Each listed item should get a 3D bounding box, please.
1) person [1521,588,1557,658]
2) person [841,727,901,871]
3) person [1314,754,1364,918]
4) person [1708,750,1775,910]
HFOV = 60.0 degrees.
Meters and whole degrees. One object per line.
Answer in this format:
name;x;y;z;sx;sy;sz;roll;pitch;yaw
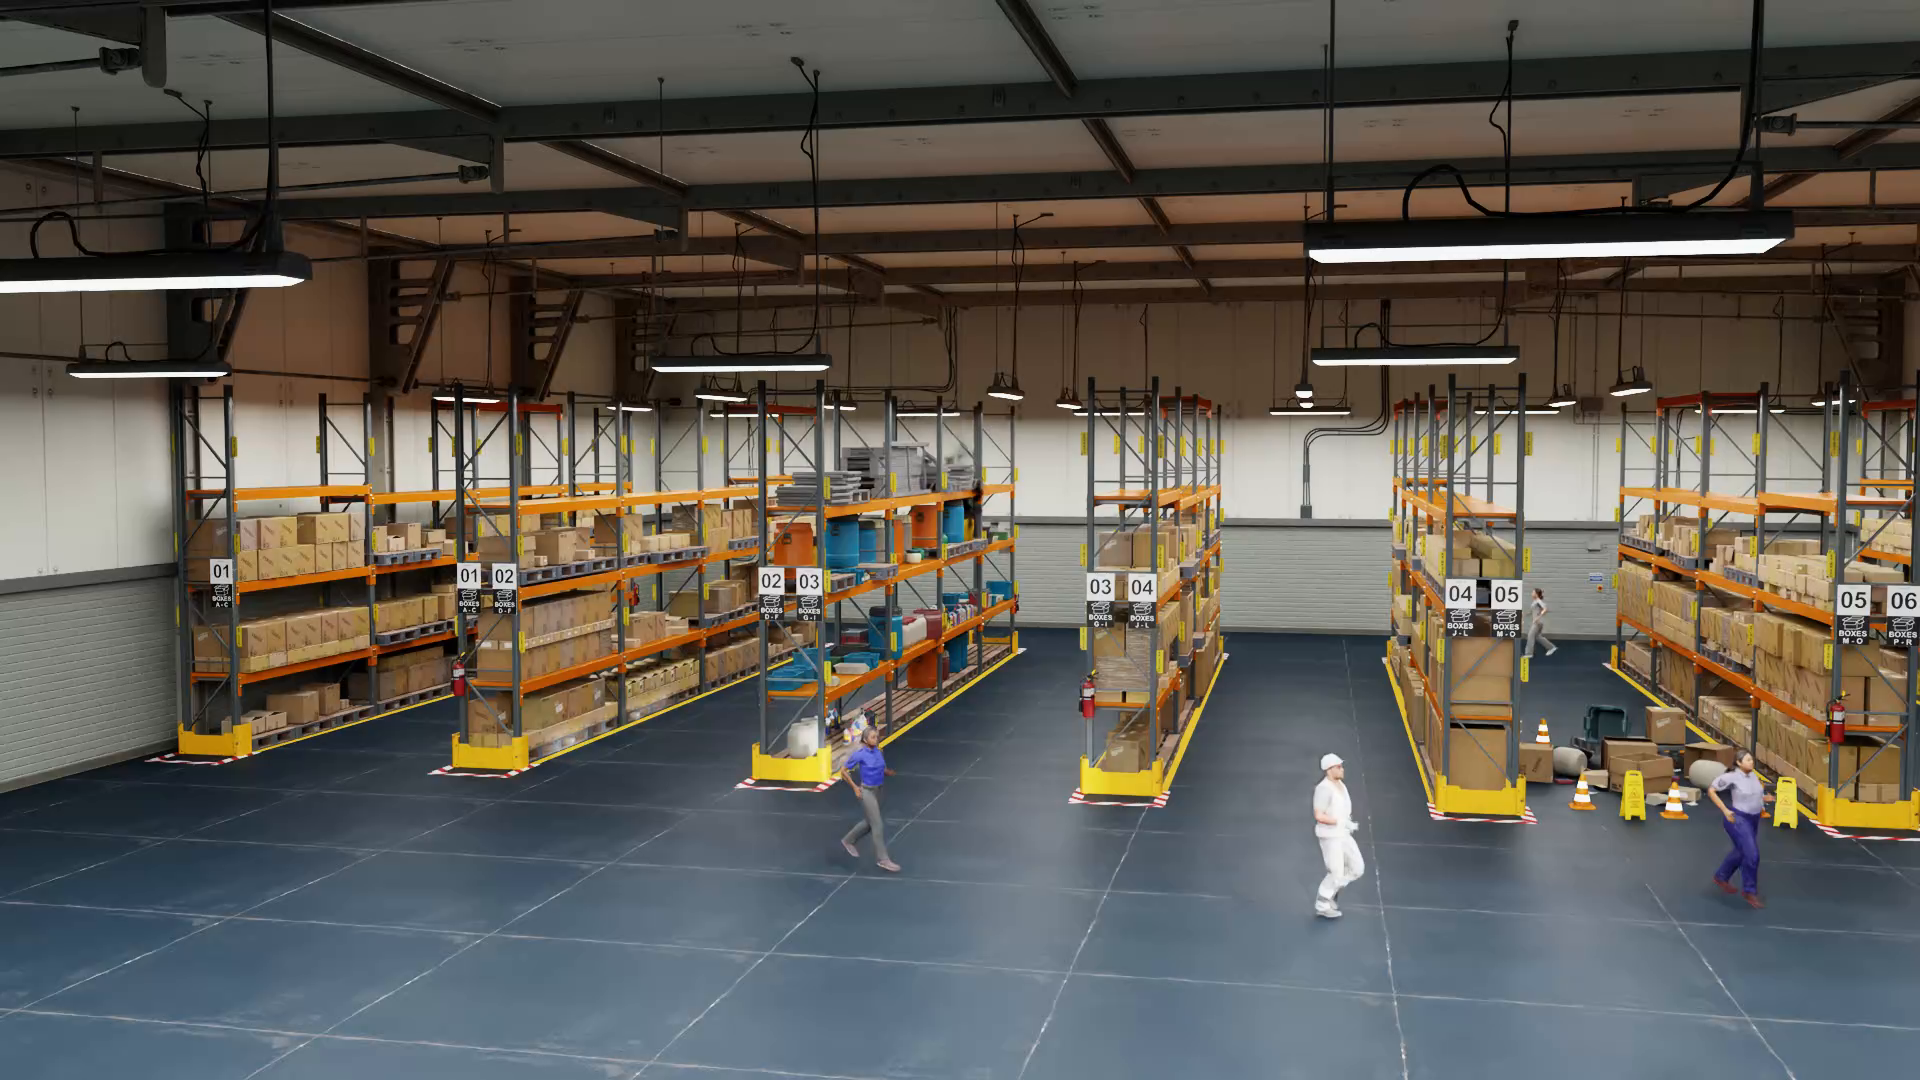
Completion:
person;13.655;1.976;39.210;0.844;1.687;0.585;1;3;14
person;-1.075;3.046;19.759;0.941;1.644;0.574;2;4;33
person;4.022;3.134;17.577;0.582;1.740;0.639;3;4;41
person;8.598;3.161;18.305;0.587;1.688;0.717;-2;4;-34
